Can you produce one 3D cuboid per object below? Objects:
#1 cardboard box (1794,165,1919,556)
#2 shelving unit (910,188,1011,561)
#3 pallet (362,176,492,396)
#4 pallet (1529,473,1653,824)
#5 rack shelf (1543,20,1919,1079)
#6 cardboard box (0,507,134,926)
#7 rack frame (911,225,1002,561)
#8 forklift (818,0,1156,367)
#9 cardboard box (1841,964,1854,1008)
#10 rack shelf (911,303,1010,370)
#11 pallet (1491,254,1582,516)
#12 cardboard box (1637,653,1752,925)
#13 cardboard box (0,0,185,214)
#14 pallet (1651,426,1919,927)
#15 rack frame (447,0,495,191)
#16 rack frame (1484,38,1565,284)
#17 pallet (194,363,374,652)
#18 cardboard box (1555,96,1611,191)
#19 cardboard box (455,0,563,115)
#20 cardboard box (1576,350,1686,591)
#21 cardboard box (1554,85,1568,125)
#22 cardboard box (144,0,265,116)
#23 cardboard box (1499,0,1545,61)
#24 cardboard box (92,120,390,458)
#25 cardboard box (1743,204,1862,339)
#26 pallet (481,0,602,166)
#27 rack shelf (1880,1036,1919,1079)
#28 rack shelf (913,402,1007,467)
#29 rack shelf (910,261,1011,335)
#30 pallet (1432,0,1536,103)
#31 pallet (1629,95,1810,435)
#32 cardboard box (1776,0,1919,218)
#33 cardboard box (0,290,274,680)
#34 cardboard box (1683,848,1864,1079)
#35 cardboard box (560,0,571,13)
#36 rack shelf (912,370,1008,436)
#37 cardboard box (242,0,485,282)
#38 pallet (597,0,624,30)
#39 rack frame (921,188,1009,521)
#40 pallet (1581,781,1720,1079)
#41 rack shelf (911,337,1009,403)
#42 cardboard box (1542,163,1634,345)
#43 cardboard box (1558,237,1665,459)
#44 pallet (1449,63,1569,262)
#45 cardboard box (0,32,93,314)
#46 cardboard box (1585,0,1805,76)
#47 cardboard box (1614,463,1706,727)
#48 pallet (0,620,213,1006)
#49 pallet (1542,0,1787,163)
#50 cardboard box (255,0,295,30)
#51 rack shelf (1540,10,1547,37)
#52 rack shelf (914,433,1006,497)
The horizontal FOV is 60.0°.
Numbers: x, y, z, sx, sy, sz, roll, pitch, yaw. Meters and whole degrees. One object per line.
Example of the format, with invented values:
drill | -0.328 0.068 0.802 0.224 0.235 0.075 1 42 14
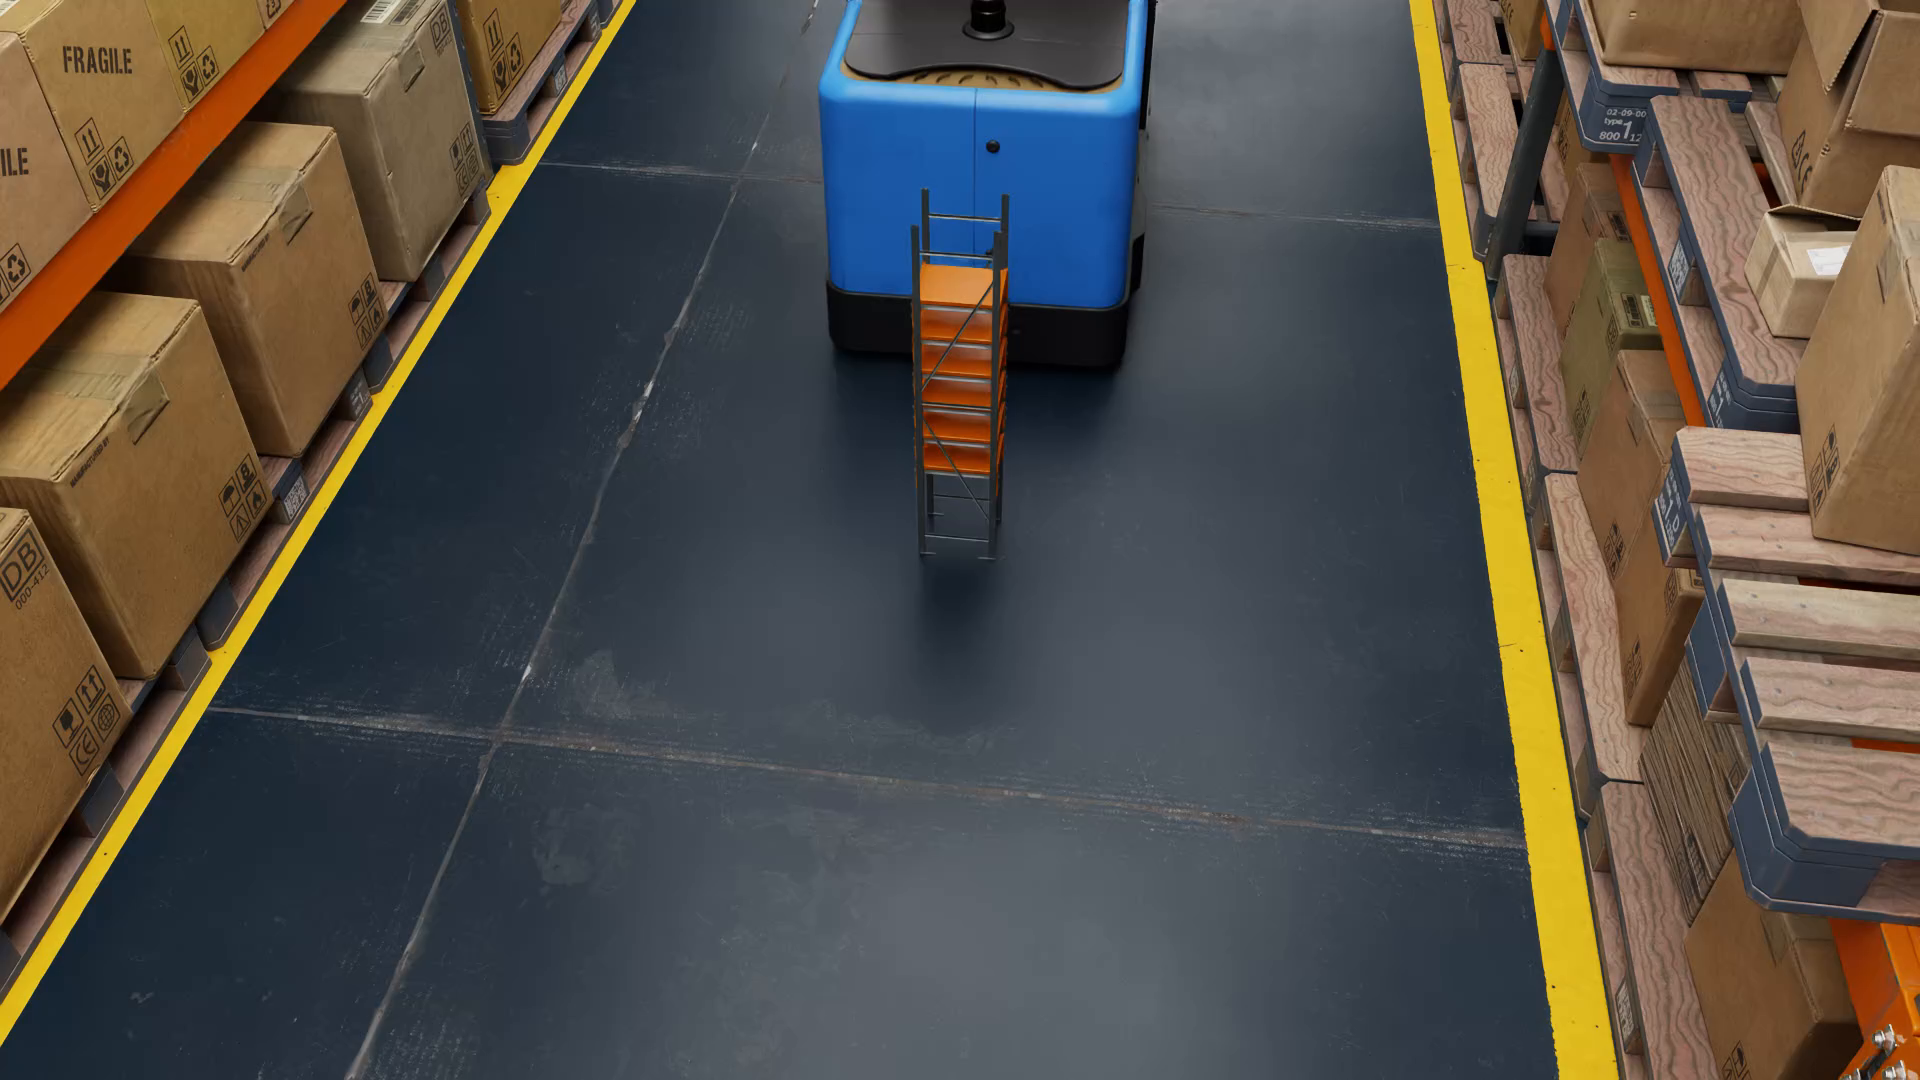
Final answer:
cardboard box | 1.970 -0.281 2.987 0.700 0.500 0.500 11 45 12
shelving unit | 0.002 -0.446 4.848 0.258 1.200 0.189 5 44 6
pallet | -2.438 -1.032 6.186 1.003 0.211 1.213 5 44 6
pallet | 2.232 0.320 4.759 1.003 0.211 1.213 5 44 6
rack shelf | 2.228 -0.433 4.049 1.077 0.370 4.000 5 44 6
cardboard box | -2.770 0.406 3.970 1.050 0.750 0.750 5 44 5
rack frame | -0.010 -0.383 4.782 0.240 1.200 0.006 5 44 6
forklift | 0.219 -2.680 5.949 1.130 2.935 3.031 5 44 5
cardboard box | 2.023 0.685 3.298 0.500 0.250 0.500 7 44 7
rack shelf | 0.002 -0.588 4.713 0.258 0.103 0.180 5 44 6
pallet | 2.391 -0.514 5.640 1.003 0.211 1.213 5 44 6
cardboard box | 2.093 0.579 3.955 0.700 0.500 0.500 2 43 2
cardboard box | -2.413 -1.199 4.262 0.500 0.500 0.500 5 44 5
pallet | 1.952 0.243 2.951 1.213 0.211 1.003 5 44 6
rack frame | -2.410 -2.577 5.790 1.000 3.000 0.127 5 44 6
rack frame | 2.493 -2.058 5.241 1.000 3.000 0.127 5 44 6
pallet | -2.597 -0.198 5.306 1.003 0.211 1.213 5 44 6
cardboard box | 2.585 -1.571 6.241 0.500 0.500 0.500 4 44 4
cardboard box | -2.258 -2.381 6.822 0.875 0.875 0.875 6 44 6
cardboard box | 2.235 -0.188 4.765 0.700 0.500 0.500 2 43 2
cardboard box | 2.653 -1.962 6.653 0.500 0.500 0.500 19 46 19
cardboard box | -2.348 -1.545 4.627 0.500 0.500 0.500 6 44 6
cardboard box | 2.658 -2.393 7.108 0.500 0.500 0.500 2 43 2
cardboard box | -2.535 -0.825 5.270 1.050 0.750 0.750 5 44 6
cardboard box | 1.917 -0.596 3.490 0.396 0.266 0.258 4 44 4
pallet | -2.232 -2.076 7.289 1.003 0.211 1.213 5 44 6
rack shelf | 1.699 2.293 1.170 1.077 0.370 4.000 5 44 6
rack shelf | 0.002 -0.326 4.961 0.258 0.103 0.180 5 44 6
rack shelf | 0.002 -0.675 4.631 0.258 0.103 0.180 5 44 6
pallet | 2.705 -2.340 7.568 1.003 0.211 1.213 5 44 6
pallet | 2.185 -0.615 3.857 1.003 0.211 1.213 5 44 6
cardboard box | 2.355 -1.058 3.805 0.797 0.503 0.637 9 44 10
cardboard box | -2.657 -0.190 4.600 1.050 0.750 0.750 6 44 6
cardboard box | 2.033 0.958 3.555 0.700 0.500 0.500 3 44 3
cardboard box | -2.143 -2.995 7.472 0.875 0.875 0.875 6 44 6
rack shelf | 0.002 -0.413 4.878 0.258 0.103 0.180 5 44 6
cardboard box | -2.403 -1.482 5.964 1.050 0.750 0.750 5 44 5
pallet | -2.074 -2.910 8.169 1.003 0.211 1.213 5 44 6
rack frame | 0.014 -0.508 4.914 0.240 1.200 0.006 5 44 6
pallet | 2.069 1.149 3.883 1.003 0.211 1.213 5 44 6
rack shelf | 0.002 -0.500 4.796 0.258 0.103 0.180 5 44 6
cardboard box | 2.390 -0.893 5.510 0.700 0.500 0.500 2 43 2
cardboard box | 2.308 -0.570 5.168 0.700 0.500 0.500 5 44 5
pallet | 2.546 -1.506 6.687 1.003 0.211 1.213 5 44 6
cardboard box | -2.481 -0.859 3.903 0.500 0.500 0.500 5 44 5
cardboard box | 2.249 -1.899 4.332 1.000 1.000 1.000 6 44 6
cardboard box | 2.161 0.192 4.364 0.700 0.500 0.500 9 44 9
pallet | -2.760 0.631 4.430 1.003 0.211 1.213 5 44 6
pallet | 2.247 -1.480 4.771 1.003 0.211 1.213 5 44 6
cardboard box | -2.281 -1.889 4.991 0.500 0.500 0.500 5 44 5
rack shelf | 2.757 -3.159 6.928 1.077 0.370 4.000 5 44 6
rack shelf | 0.002 -0.239 5.043 0.258 0.103 0.180 5 44 6
